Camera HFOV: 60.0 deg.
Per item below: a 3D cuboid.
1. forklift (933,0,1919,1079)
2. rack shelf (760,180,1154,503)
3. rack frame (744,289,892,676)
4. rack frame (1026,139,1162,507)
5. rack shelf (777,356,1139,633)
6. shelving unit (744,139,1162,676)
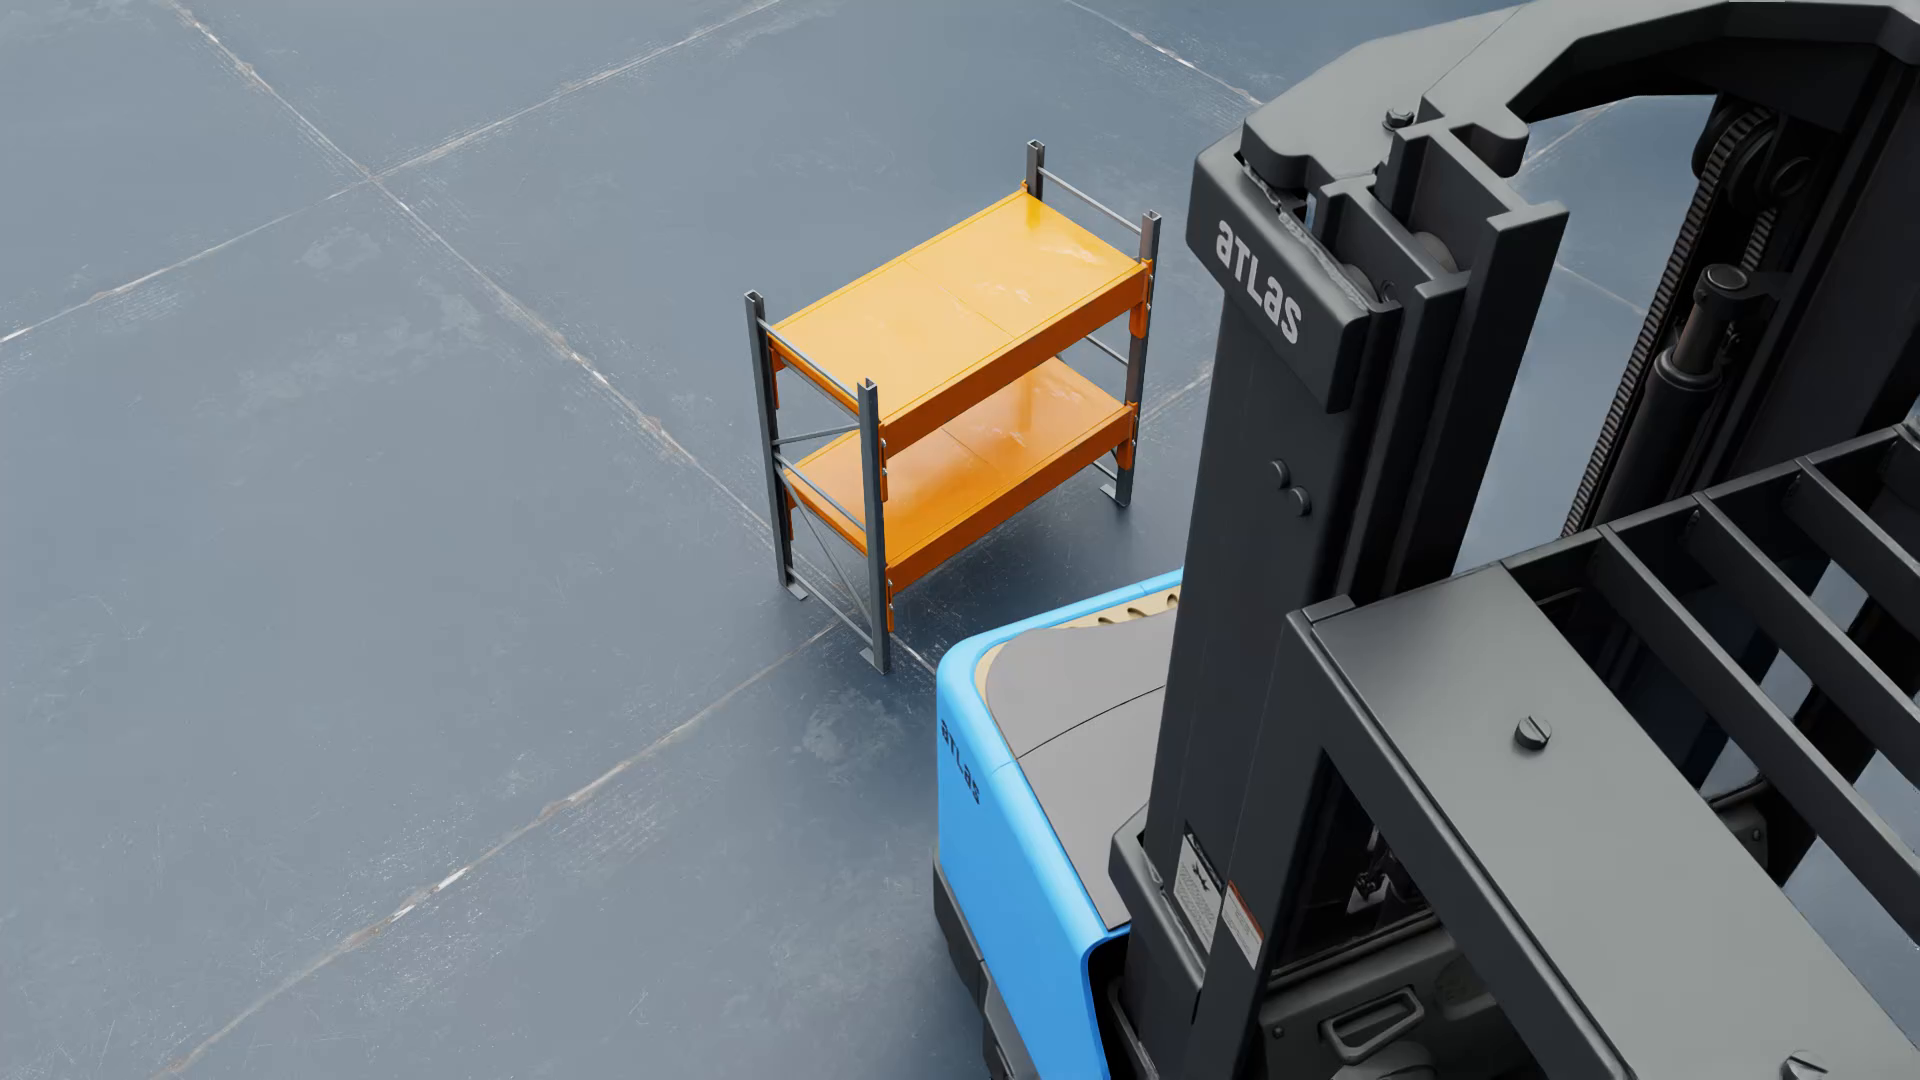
[{"bbox_3d":[0.968,0.830,2.490,1.130,2.935,3.031,-17,50,-15],"label":"forklift"},{"bbox_3d":[-0.005,-0.577,4.618,1.000,0.278,0.538,-34,56,-27],"label":"rack shelf"},{"bbox_3d":[-0.381,-0.127,4.602,0.032,1.125,0.500,-34,56,-27],"label":"rack frame"},{"bbox_3d":[0.371,-0.629,5.065,0.032,1.125,0.500,-34,56,-27],"label":"rack frame"},{"bbox_3d":[-0.005,-0.212,5.013,1.000,0.278,0.538,-34,56,-27],"label":"rack shelf"},{"bbox_3d":[-0.005,-0.378,4.833,1.048,1.125,0.538,-34,56,-27],"label":"shelving unit"}]
